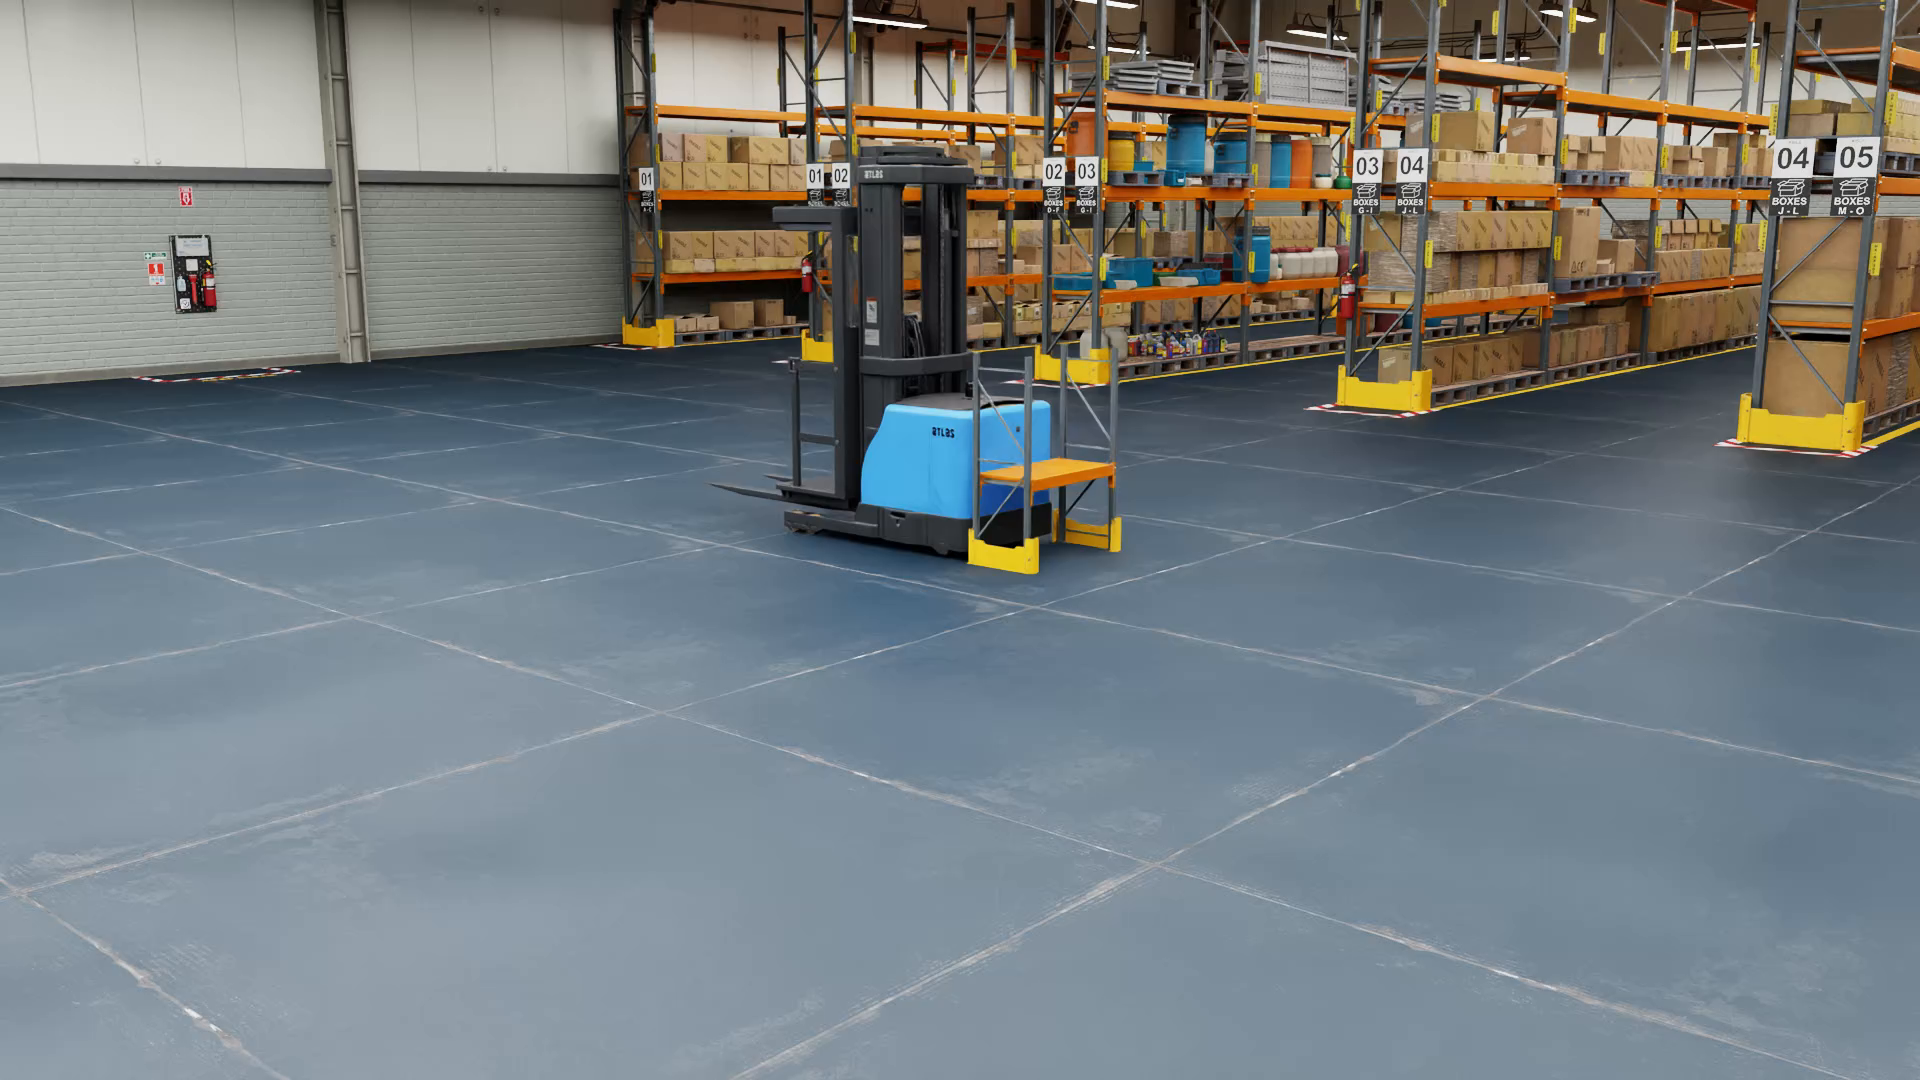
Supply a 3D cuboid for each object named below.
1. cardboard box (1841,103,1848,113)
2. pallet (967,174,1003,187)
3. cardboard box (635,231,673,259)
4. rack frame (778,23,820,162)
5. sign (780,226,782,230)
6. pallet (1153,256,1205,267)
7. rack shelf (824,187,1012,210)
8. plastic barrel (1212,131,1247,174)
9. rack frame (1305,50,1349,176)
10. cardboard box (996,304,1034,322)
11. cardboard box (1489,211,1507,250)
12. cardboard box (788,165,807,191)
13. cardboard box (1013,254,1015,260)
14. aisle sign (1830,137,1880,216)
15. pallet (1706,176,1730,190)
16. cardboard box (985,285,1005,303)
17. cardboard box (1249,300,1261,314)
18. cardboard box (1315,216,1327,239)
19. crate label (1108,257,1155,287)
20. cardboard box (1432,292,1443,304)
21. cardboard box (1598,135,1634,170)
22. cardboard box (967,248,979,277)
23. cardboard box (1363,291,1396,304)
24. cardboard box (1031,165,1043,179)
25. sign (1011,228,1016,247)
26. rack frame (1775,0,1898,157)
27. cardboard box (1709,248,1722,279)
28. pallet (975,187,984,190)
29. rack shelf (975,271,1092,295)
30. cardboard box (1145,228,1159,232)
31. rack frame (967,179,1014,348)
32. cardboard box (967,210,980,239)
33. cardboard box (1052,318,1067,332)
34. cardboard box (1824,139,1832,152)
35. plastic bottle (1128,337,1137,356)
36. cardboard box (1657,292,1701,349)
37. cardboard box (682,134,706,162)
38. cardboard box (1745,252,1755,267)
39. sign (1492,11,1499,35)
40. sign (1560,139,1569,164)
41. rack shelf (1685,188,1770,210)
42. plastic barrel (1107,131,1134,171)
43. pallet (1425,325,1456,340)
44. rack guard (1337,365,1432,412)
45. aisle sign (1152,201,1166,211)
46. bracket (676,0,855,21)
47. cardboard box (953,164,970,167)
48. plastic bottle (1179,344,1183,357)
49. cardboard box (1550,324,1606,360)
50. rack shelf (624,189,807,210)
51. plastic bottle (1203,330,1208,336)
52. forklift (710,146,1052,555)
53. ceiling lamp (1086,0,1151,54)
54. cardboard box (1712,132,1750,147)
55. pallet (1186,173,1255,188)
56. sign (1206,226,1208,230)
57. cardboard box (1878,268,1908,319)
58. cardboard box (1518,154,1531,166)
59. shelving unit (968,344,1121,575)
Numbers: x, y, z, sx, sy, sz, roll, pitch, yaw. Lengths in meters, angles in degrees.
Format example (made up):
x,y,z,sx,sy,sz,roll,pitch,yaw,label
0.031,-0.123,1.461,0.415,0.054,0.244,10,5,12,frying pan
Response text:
x,y,z,sx,sy,sz,roll,pitch,yaw,label
9.473,-4.698,18.195,0.380,0.149,0.250,10,15,41,cardboard box
-0.001,-6.323,29.279,1.003,0.211,1.213,10,15,40,pallet
-5.670,-5.477,30.891,0.500,0.500,0.500,10,15,40,cardboard box
-3.181,-8.606,32.825,1.000,3.000,0.127,10,15,40,rack frame
-3.600,-6.303,33.656,0.100,0.325,0.005,10,15,40,sign
4.464,-5.806,34.610,1.003,0.211,1.213,10,15,40,pallet
-0.777,-5.848,28.513,1.077,0.370,4.000,10,15,40,rack shelf
4.434,-6.203,27.172,0.600,0.901,0.708,10,15,40,plastic barrel
8.464,-9.732,38.461,1.000,3.000,0.127,10,15,40,rack frame
1.003,-4.186,30.526,0.500,0.311,0.500,10,15,41,cardboard box
6.899,-4.106,22.044,0.500,0.500,0.500,10,15,40,cardboard box
-3.330,-7.088,32.574,0.500,0.500,0.500,10,15,42,cardboard box
1.034,-6.423,37.801,0.380,0.149,0.250,10,15,42,cardboard box
9.179,-3.724,17.061,0.394,0.787,0.004,10,15,40,aisle sign
12.694,-6.156,28.704,0.805,0.209,1.217,9,14,38,pallet
0.627,-5.624,37.627,0.750,0.750,0.750,10,15,40,cardboard box
6.263,-5.133,36.492,0.500,0.311,0.500,10,15,40,cardboard box
8.044,-7.154,38.062,0.500,0.500,0.500,10,15,42,cardboard box
2.633,-4.118,25.581,0.502,0.435,0.616,10,15,40,crate label
5.888,-3.077,21.099,0.380,0.149,0.250,10,15,40,cardboard box
9.826,-5.847,25.135,0.500,0.500,0.500,10,15,41,cardboard box
-0.089,-4.929,29.476,0.700,0.500,0.500,10,15,40,cardboard box
5.374,-3.100,21.215,0.380,0.149,0.250,10,15,40,cardboard box
1.317,-6.798,30.743,0.500,0.250,0.500,8,14,35,cardboard box
0.961,-5.416,29.758,0.100,0.325,0.005,10,15,40,sign
9.000,-5.440,16.975,1.000,3.000,0.127,10,15,40,rack frame
12.827,-4.793,28.796,0.500,0.500,0.500,10,15,42,cardboard box
-0.155,-7.733,36.593,1.213,0.211,1.003,11,16,43,pallet
1.863,-4.966,31.753,1.077,0.370,4.000,10,15,40,rack shelf
4.412,-7.501,41.841,0.980,0.700,0.700,11,16,43,cardboard box
0.543,-5.025,30.209,1.000,3.000,0.127,10,15,40,rack frame
-0.078,-5.569,29.368,0.700,0.500,0.500,10,15,40,cardboard box
1.673,-4.061,31.333,0.500,0.250,0.500,9,15,39,cardboard box
9.132,-4.231,17.891,0.380,0.149,0.250,10,15,41,cardboard box
2.691,-3.036,26.082,0.152,0.276,0.135,10,15,41,plastic bottle
11.688,-3.725,28.054,1.225,0.875,0.875,10,15,41,cardboard box
-5.015,-7.189,30.526,0.500,0.500,0.500,10,15,40,cardboard box
14.102,-5.100,30.212,0.500,0.250,0.500,10,15,40,cardboard box
7.561,-7.292,23.454,0.100,0.325,0.005,10,15,40,sign
8.394,-5.399,23.104,0.100,0.325,0.005,10,15,40,sign
14.583,-6.333,30.937,1.077,0.370,4.000,10,15,40,rack shelf
2.278,-5.748,24.622,0.600,0.588,0.600,0,11,0,plastic barrel
9.001,-4.085,32.625,1.003,0.211,1.213,10,15,40,pallet
5.391,-1.940,21.148,1.175,0.500,0.348,10,15,40,rack guard
5.014,-8.677,41.857,0.394,0.787,0.004,10,15,40,aisle sign
-3.767,-10.392,32.576,0.076,0.066,4.783,10,15,40,bracket
-0.048,-6.434,28.820,0.380,0.149,0.250,10,15,40,cardboard box
3.409,-2.945,25.817,0.097,0.201,0.097,0,11,0,plastic bottle
9.469,-3.053,25.597,0.500,0.500,0.700,-11,15,-43,cardboard box
-4.501,-6.488,31.716,1.077,0.370,4.000,10,15,40,rack shelf
3.944,-3.187,26.649,0.144,0.351,0.185,10,15,40,plastic bottle
-0.746,-1.544,12.960,3.031,2.935,1.130,10,15,40,forklift
3.657,-12.160,35.716,0.800,3.185,2.000,10,15,40,ceiling lamp
13.888,-7.200,29.947,0.500,0.250,0.500,9,14,37,cardboard box
3.858,-5.643,26.130,1.213,0.211,1.003,10,15,40,pallet
5.411,-6.695,36.363,0.100,0.325,0.005,10,15,40,sign
10.022,-2.782,18.601,0.875,0.550,0.550,10,15,40,cardboard box
7.476,-5.131,22.451,0.380,0.149,0.250,9,15,39,cardboard box
0.624,-0.611,11.941,0.587,1.500,1.083,9,15,39,shelving unit
